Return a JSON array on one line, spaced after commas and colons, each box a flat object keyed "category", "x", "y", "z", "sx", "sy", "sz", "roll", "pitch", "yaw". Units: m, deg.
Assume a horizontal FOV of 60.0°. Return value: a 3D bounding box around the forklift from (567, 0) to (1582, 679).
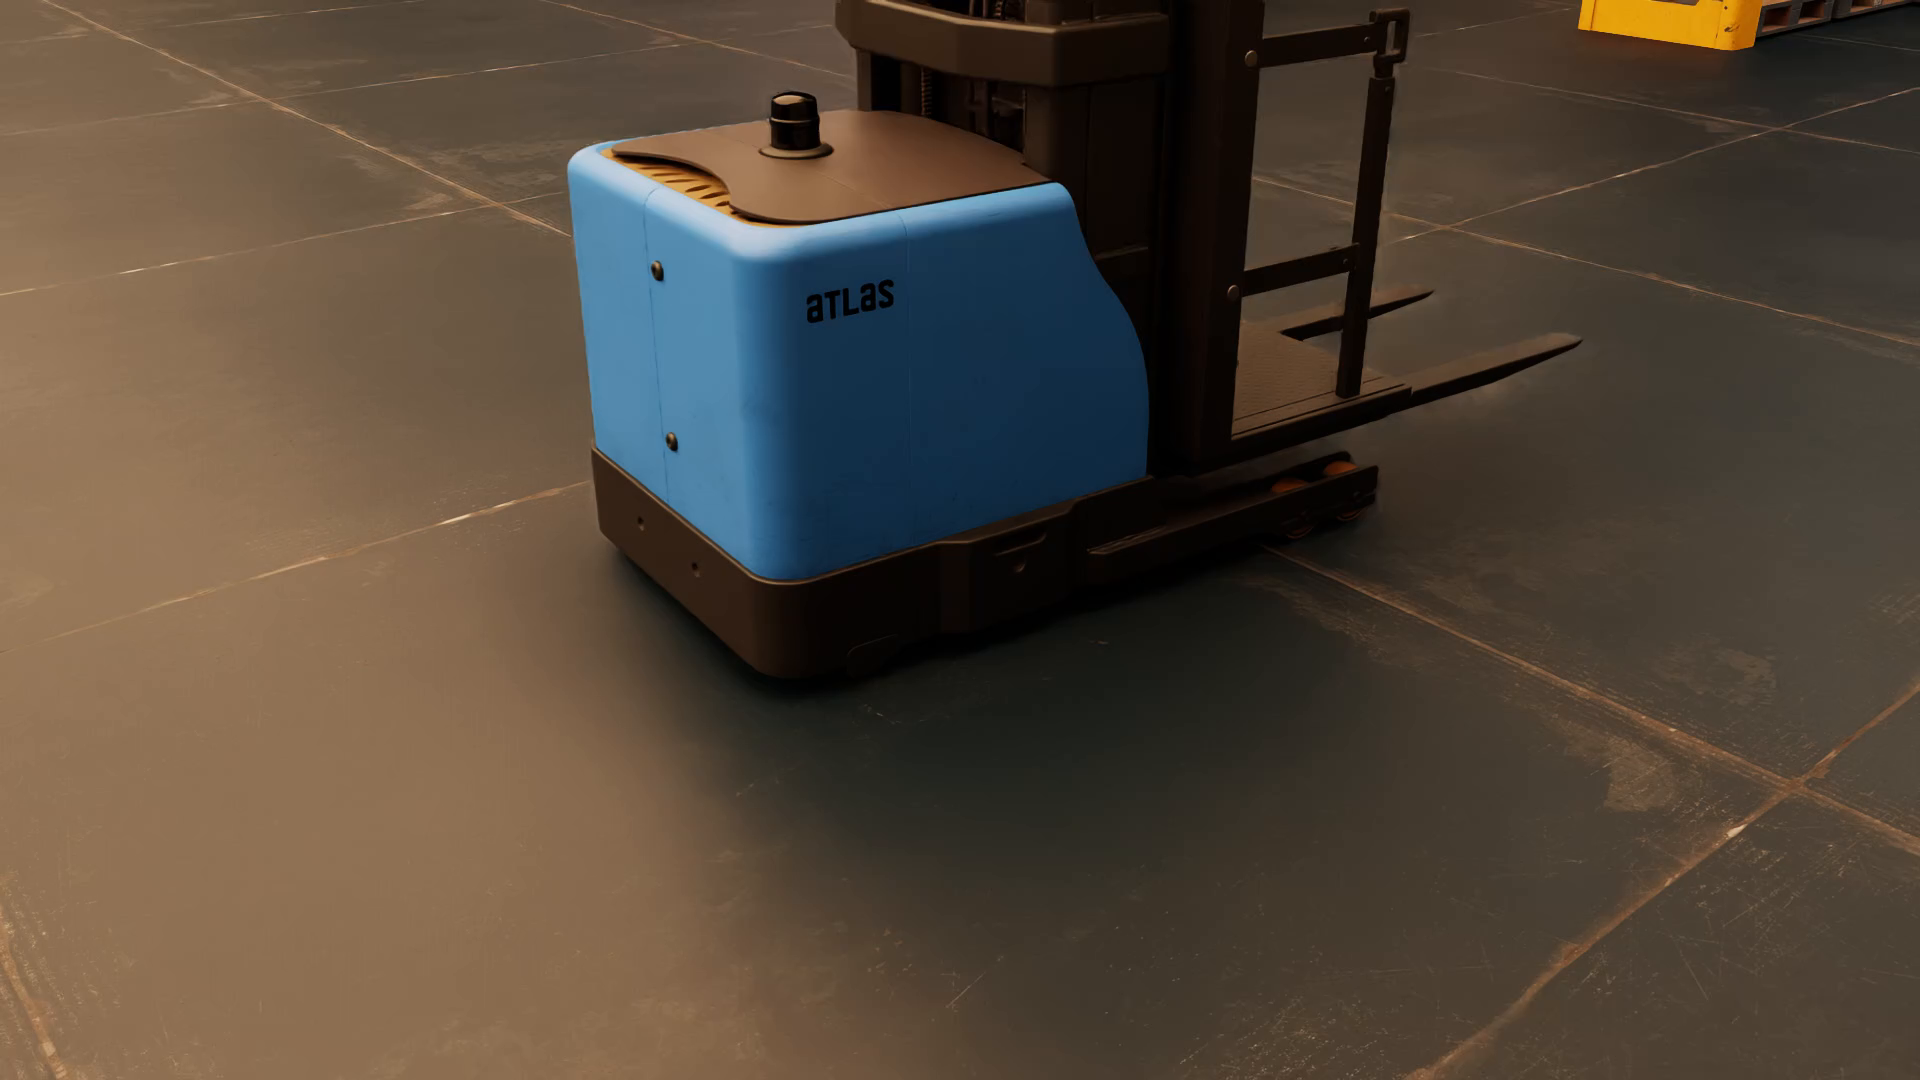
[{"category": "forklift", "x": 0.544, "y": -1.493, "z": 4.212, "sx": 3.031, "sy": 2.935, "sz": 1.130, "roll": -17, "pitch": 31, "yaw": -31}]
